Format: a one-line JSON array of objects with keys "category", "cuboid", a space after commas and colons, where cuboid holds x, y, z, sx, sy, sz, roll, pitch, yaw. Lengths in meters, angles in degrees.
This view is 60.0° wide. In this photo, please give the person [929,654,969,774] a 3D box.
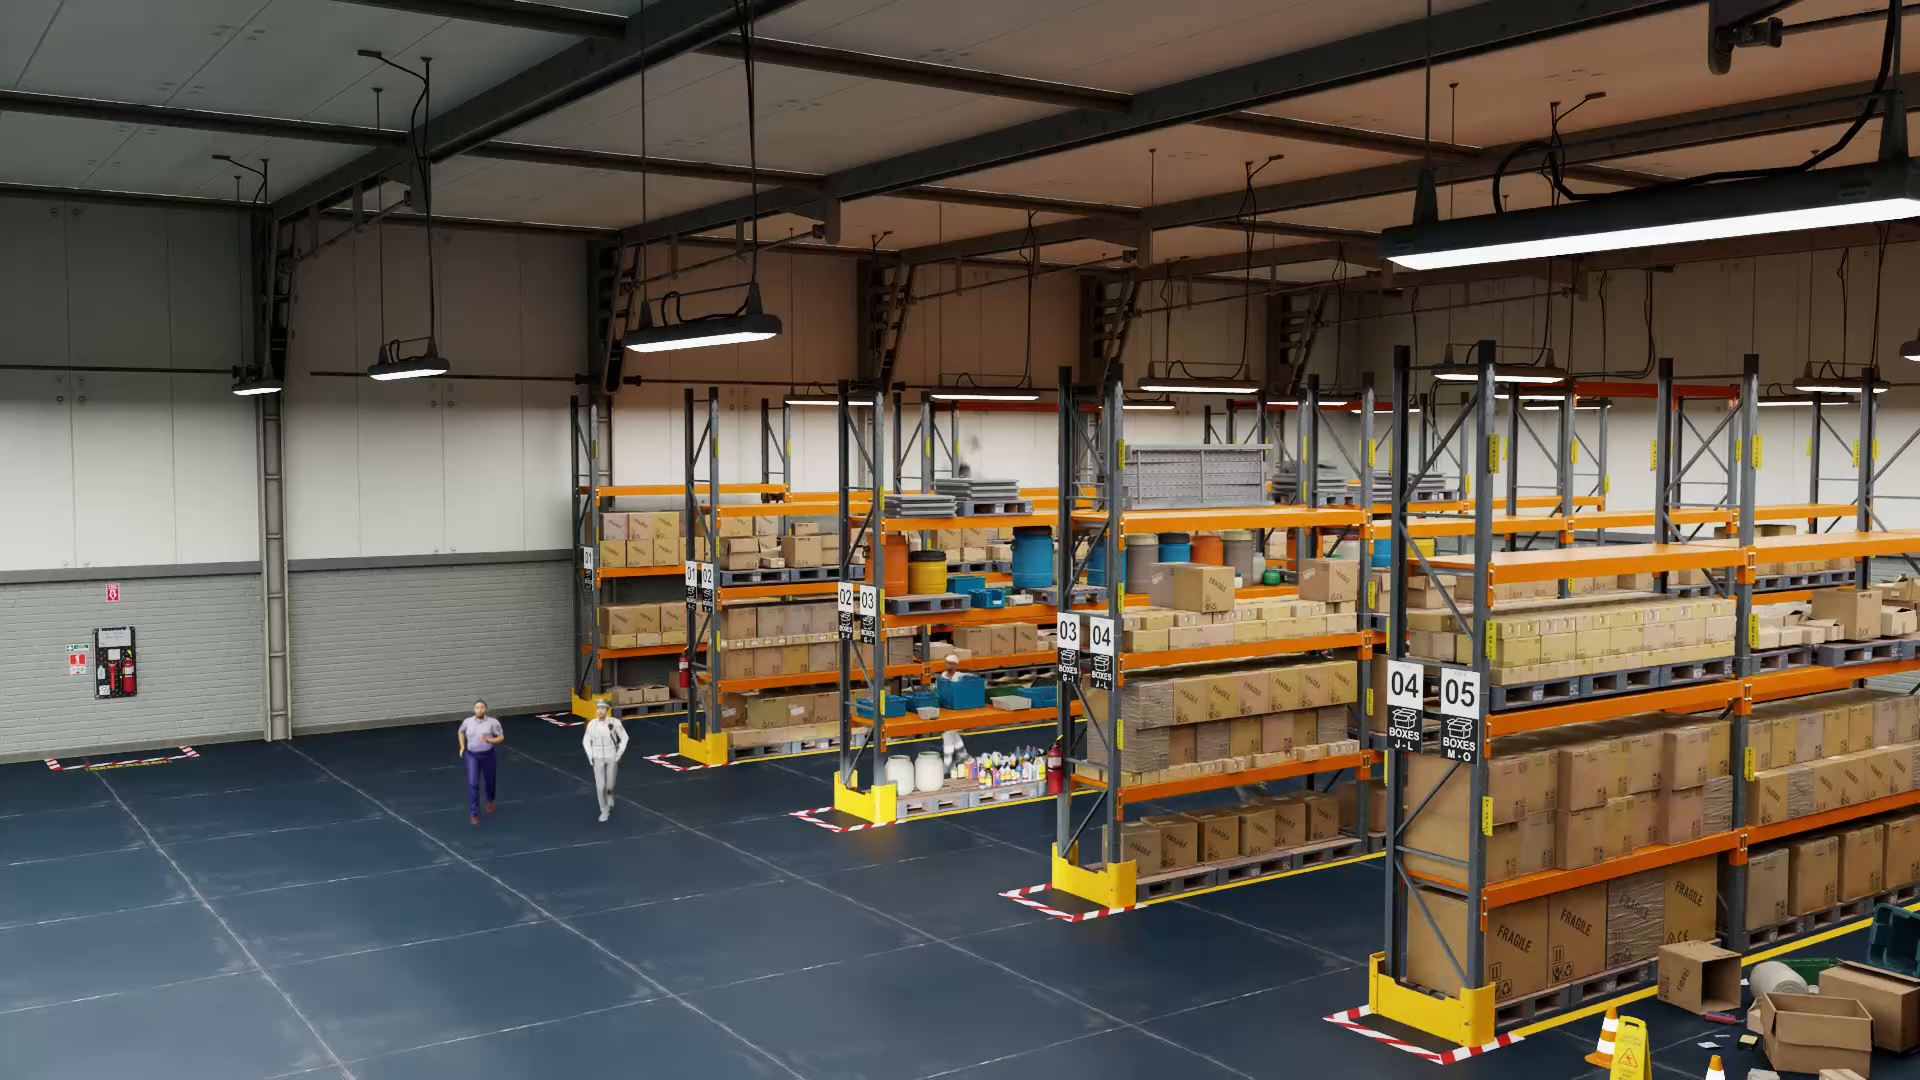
[{"category": "person", "cuboid": [-0.129, 2.700, 25.944, 0.774, 1.840, 0.638, -3, 5, -43]}]

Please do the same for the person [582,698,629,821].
[{"category": "person", "cuboid": [-4.845, 2.977, 22.711, 0.618, 1.668, 0.511, 0, 3, -4]}]

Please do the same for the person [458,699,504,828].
[{"category": "person", "cuboid": [-6.470, 2.971, 22.472, 0.603, 1.643, 0.921, -1, 4, -14]}]

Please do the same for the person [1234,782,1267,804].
[{"category": "person", "cuboid": [3.910, 2.921, 22.862, 0.562, 1.743, 0.658, -3, 5, -41]}]
